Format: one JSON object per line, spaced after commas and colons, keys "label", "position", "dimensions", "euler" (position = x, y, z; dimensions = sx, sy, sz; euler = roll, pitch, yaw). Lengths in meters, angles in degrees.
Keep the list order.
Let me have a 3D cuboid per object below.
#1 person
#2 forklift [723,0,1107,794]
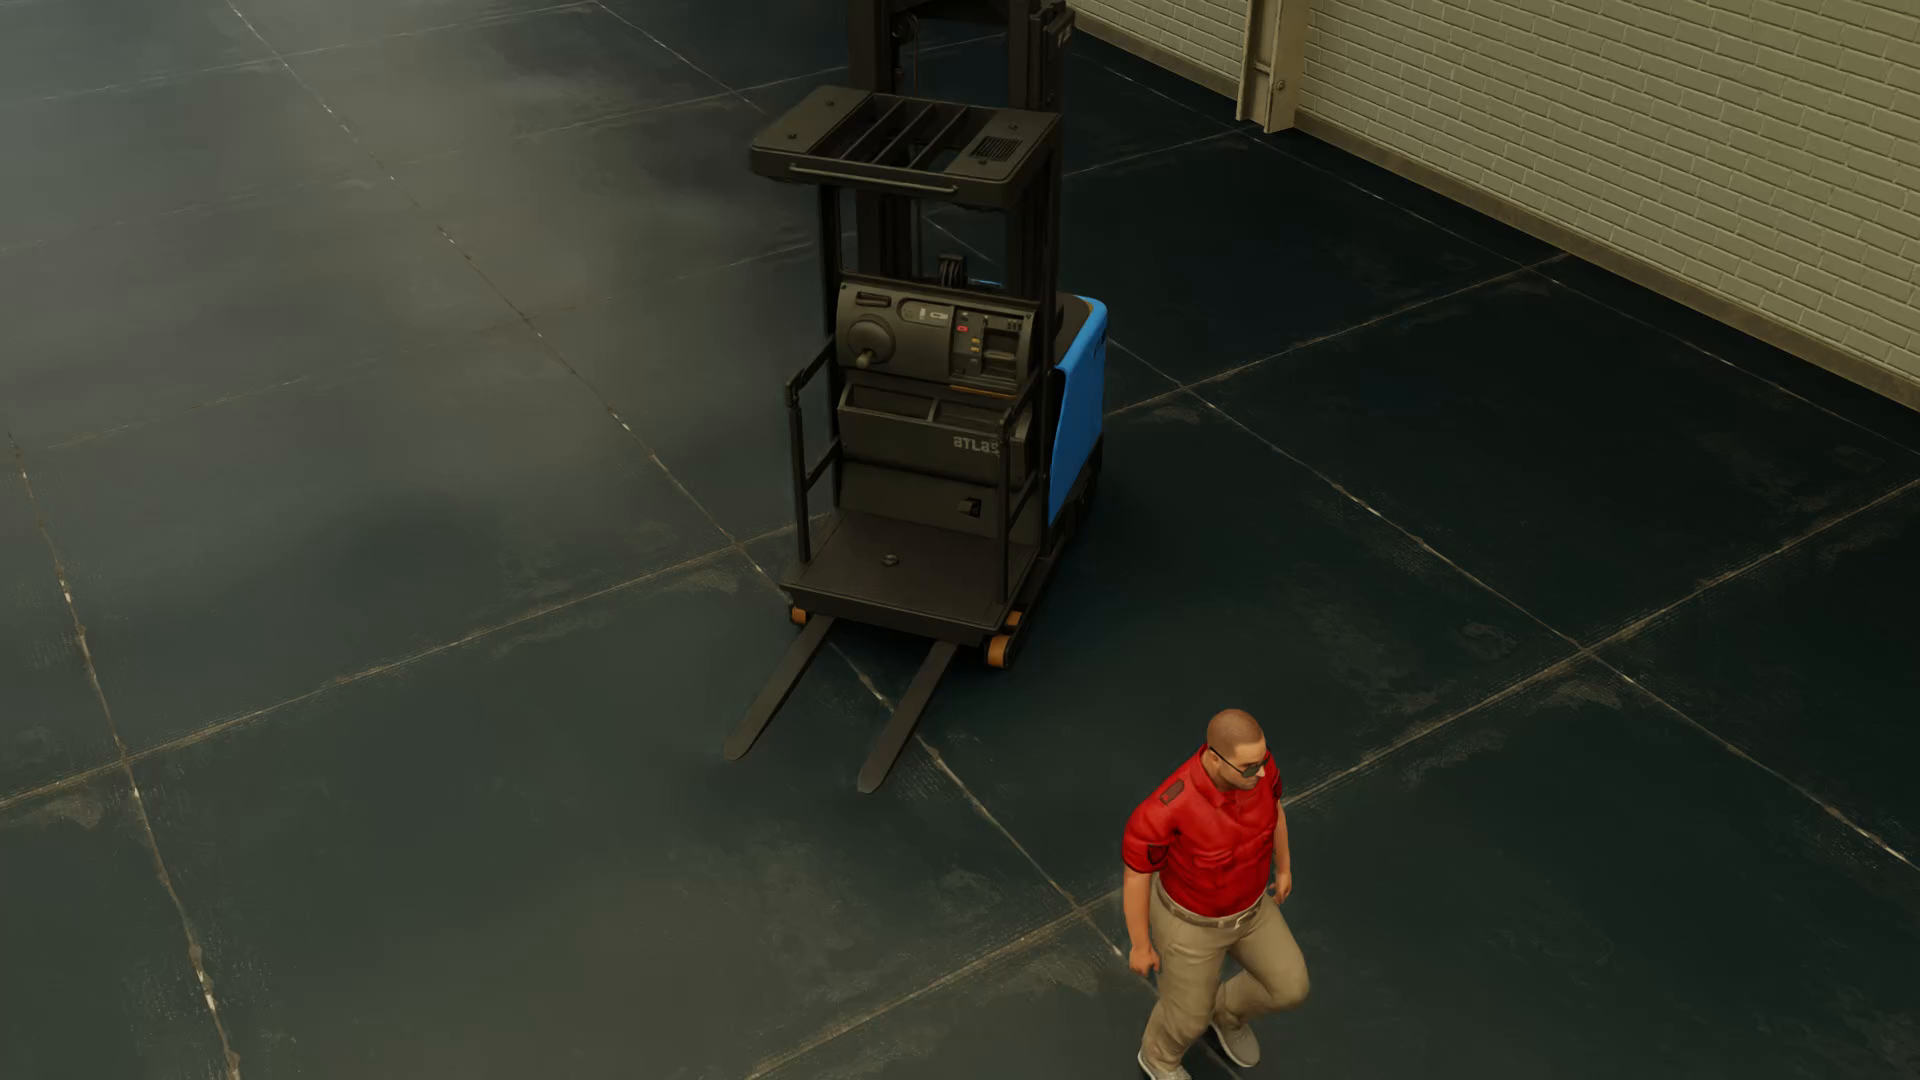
{"label": "person", "position": [0.868, 1.250, 5.449], "dimensions": [0.666, 1.726, 0.467], "euler": [-24, 42, -30]}
{"label": "forklift", "position": [-0.187, -0.859, 7.370], "dimensions": [1.130, 2.935, 3.031], "euler": [11, 37, 16]}
